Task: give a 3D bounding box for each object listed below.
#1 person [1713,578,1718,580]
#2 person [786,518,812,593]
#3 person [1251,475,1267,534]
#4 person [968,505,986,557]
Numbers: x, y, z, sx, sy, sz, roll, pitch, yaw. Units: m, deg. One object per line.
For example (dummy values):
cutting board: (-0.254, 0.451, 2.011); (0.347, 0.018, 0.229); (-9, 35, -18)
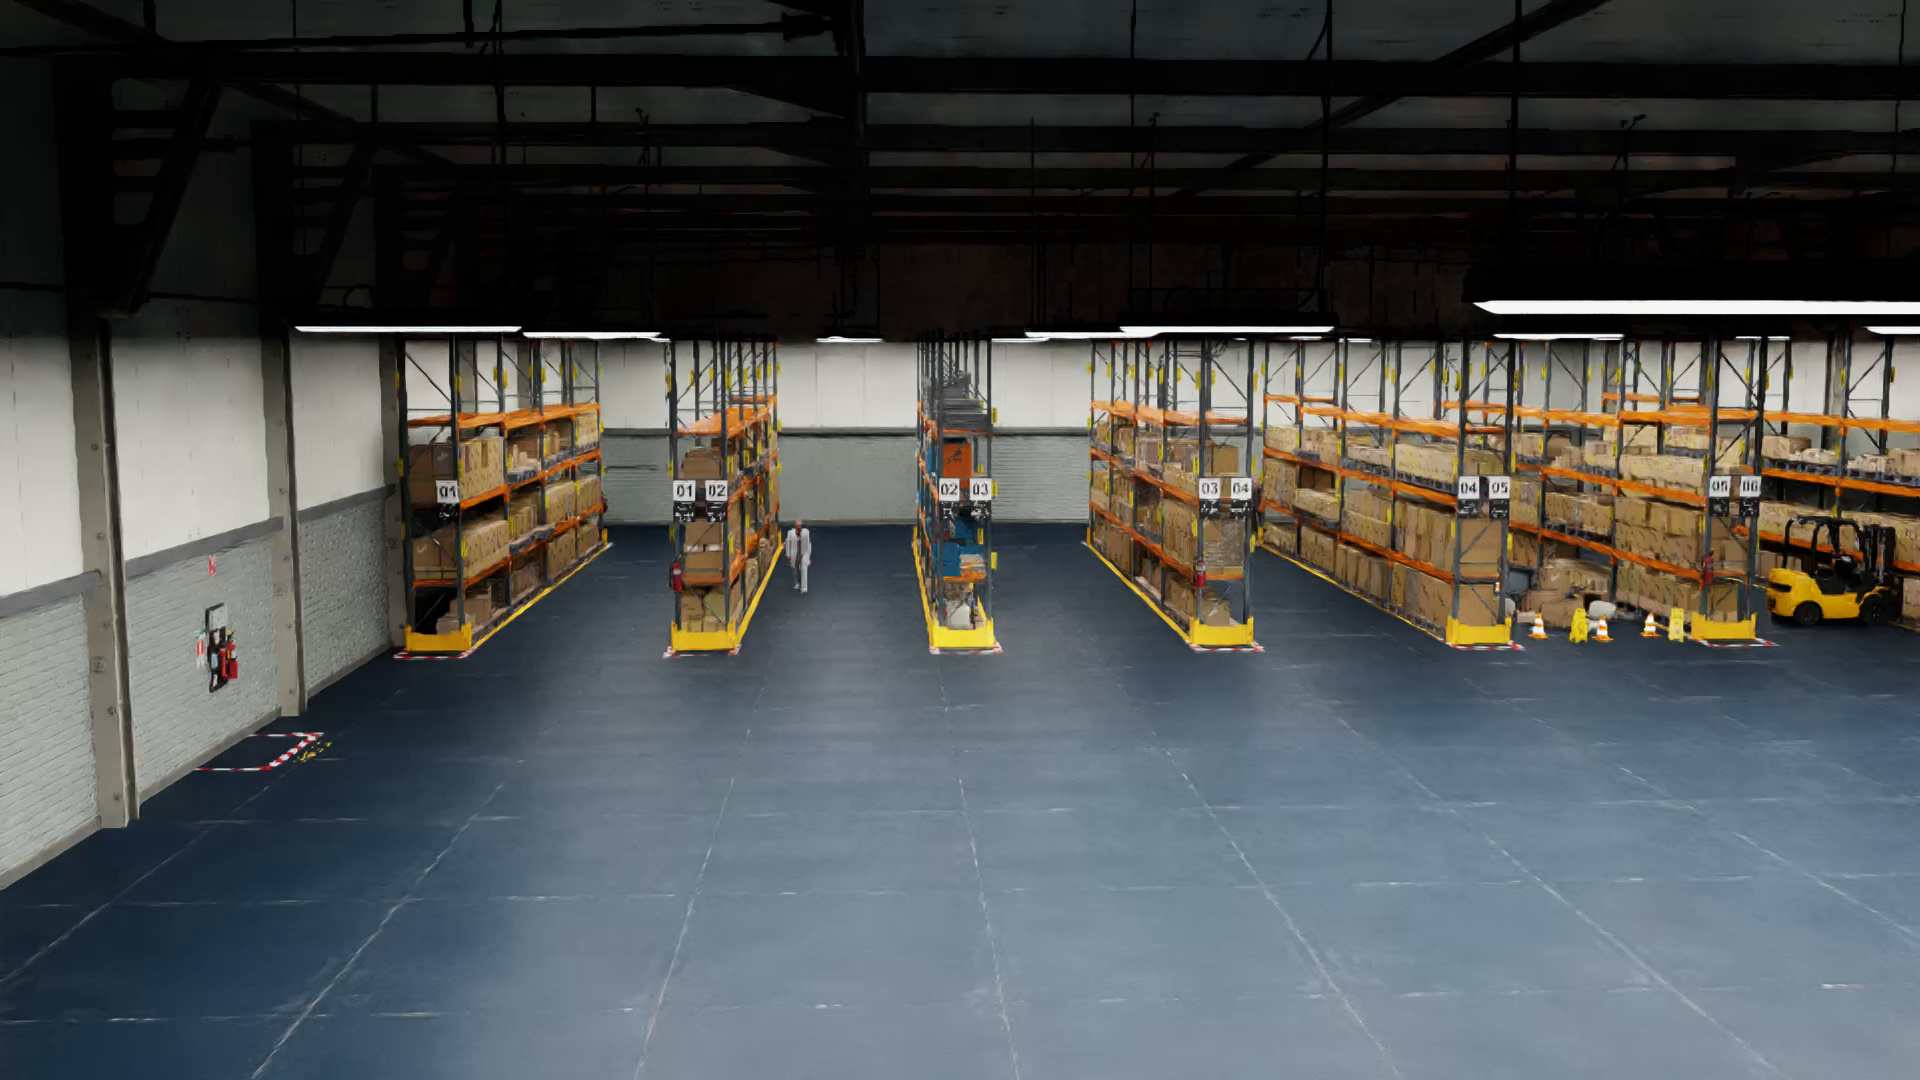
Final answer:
person: (16.262, 0.642, 36.085); (0.468, 1.661, 0.497); (4, 8, 28)
person: (-3.721, 0.343, 38.375); (0.598, 1.698, 1.194); (0, 7, -1)
person: (8.999, -1.056, 50.118); (0.523, 1.776, 0.782); (-4, 8, -33)
person: (0.312, -0.363, 44.516); (0.651, 1.688, 0.632); (-5, 8, -37)
